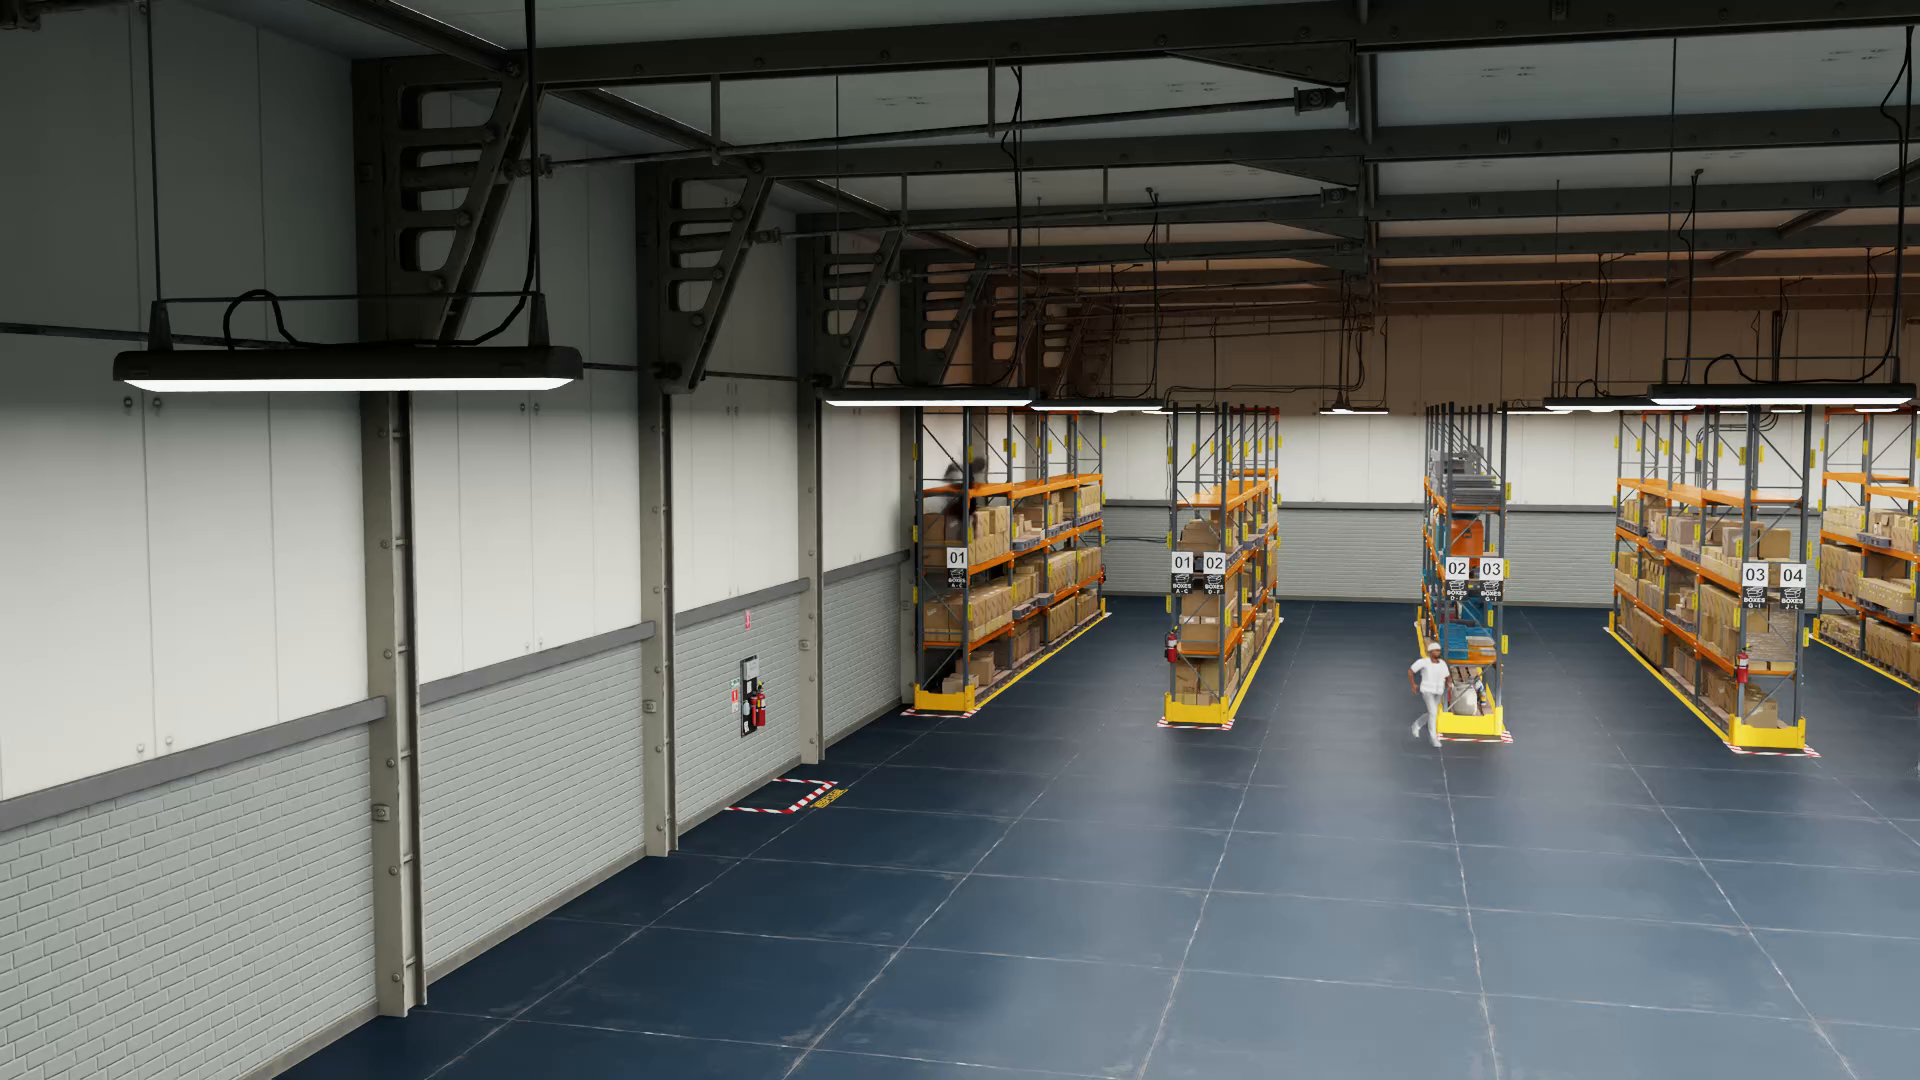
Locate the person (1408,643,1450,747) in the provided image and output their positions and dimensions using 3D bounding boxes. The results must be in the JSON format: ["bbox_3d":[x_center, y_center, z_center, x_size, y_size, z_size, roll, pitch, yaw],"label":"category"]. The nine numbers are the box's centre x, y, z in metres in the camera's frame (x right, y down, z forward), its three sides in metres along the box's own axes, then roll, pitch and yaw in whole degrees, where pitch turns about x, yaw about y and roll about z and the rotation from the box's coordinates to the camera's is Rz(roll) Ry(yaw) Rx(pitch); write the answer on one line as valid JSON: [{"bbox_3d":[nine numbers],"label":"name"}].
[{"bbox_3d":[8.305,2.691,29.196,0.743,1.750,0.877,-2,5,-21],"label":"person"}]
